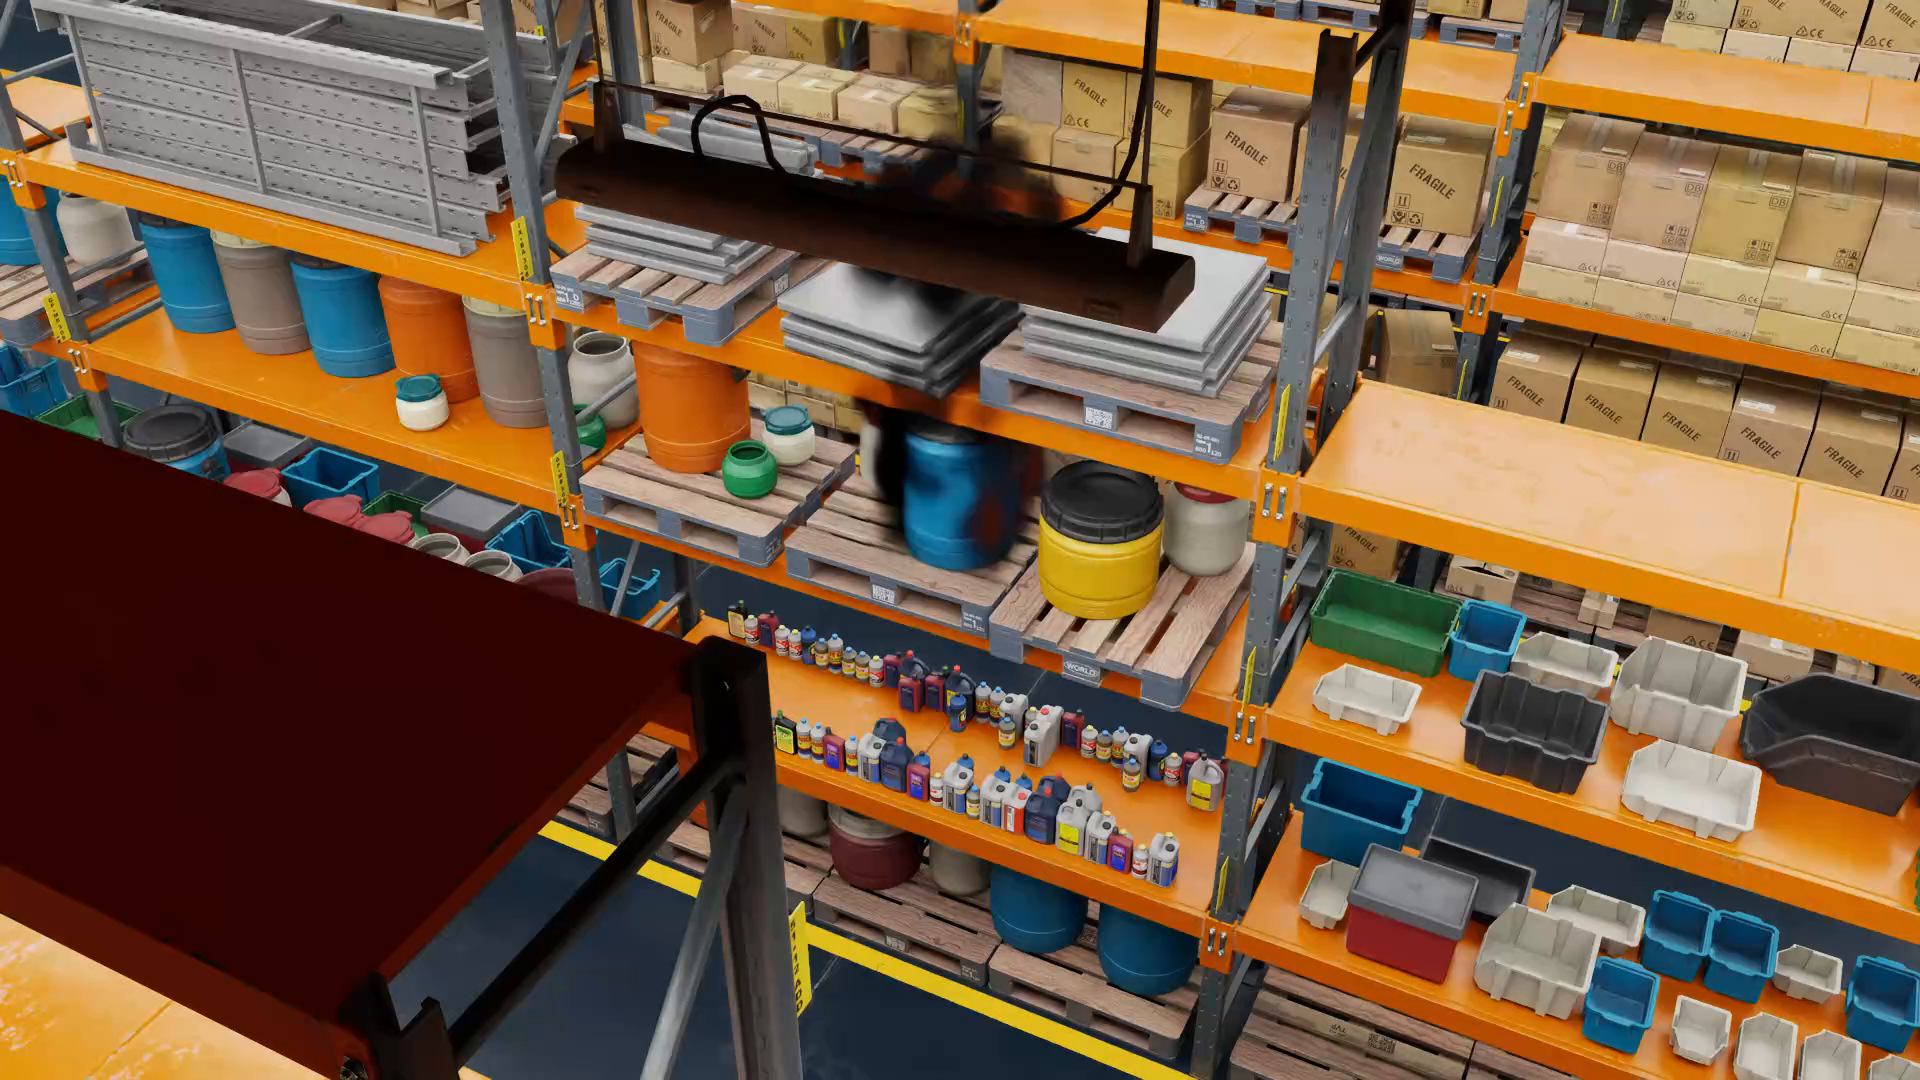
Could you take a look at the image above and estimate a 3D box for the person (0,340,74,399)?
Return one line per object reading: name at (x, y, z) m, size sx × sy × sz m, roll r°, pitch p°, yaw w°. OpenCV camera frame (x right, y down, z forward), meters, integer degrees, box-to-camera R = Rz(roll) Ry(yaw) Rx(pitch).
person at (-8.509, -1.660, 14.870) m, size 0.721 × 1.609 × 0.607 m, roll 1°, pitch 35°, yaw 2°
